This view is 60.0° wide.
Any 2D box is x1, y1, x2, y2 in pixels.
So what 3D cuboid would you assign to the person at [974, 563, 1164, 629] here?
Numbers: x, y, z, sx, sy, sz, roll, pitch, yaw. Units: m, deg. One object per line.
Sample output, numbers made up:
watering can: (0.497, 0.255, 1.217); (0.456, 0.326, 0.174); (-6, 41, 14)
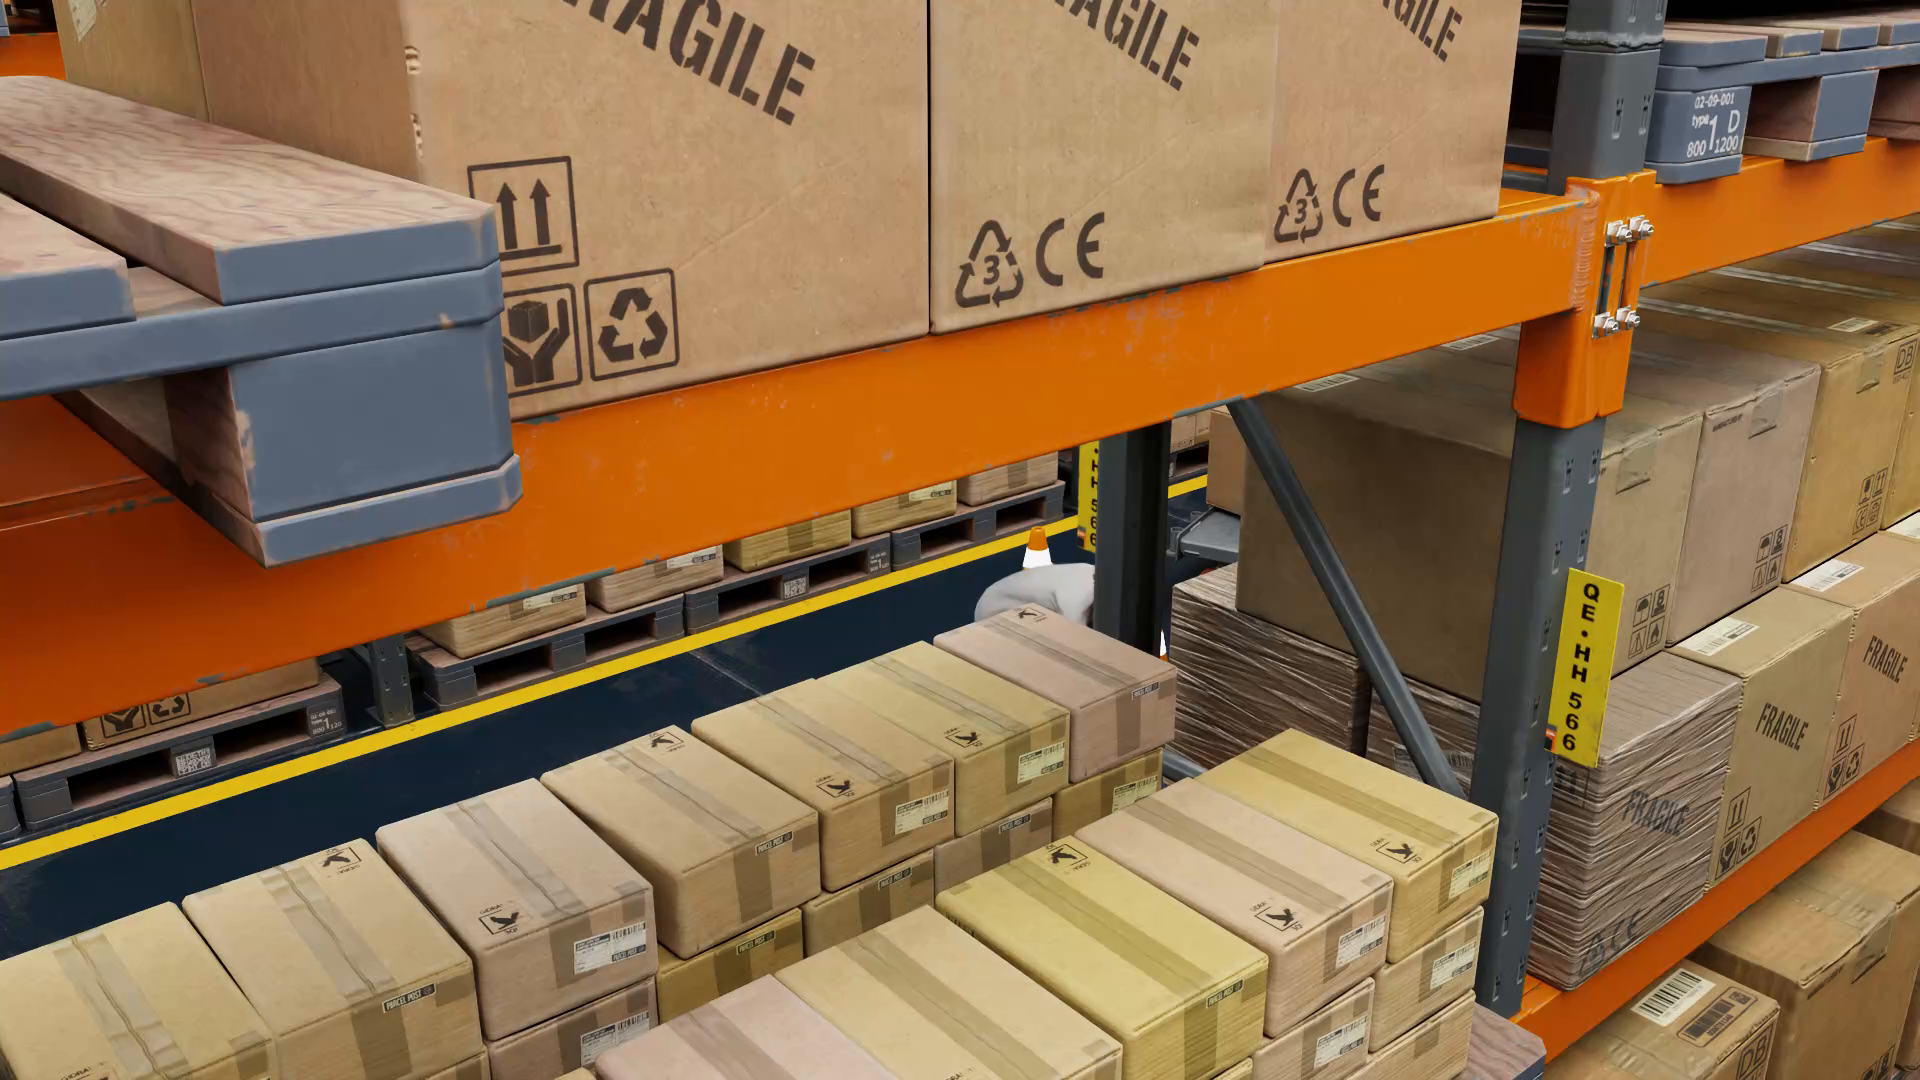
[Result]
person: (0.459, 0.432, 6.864); (0.854, 0.812, 0.466); (16, 26, 36)
